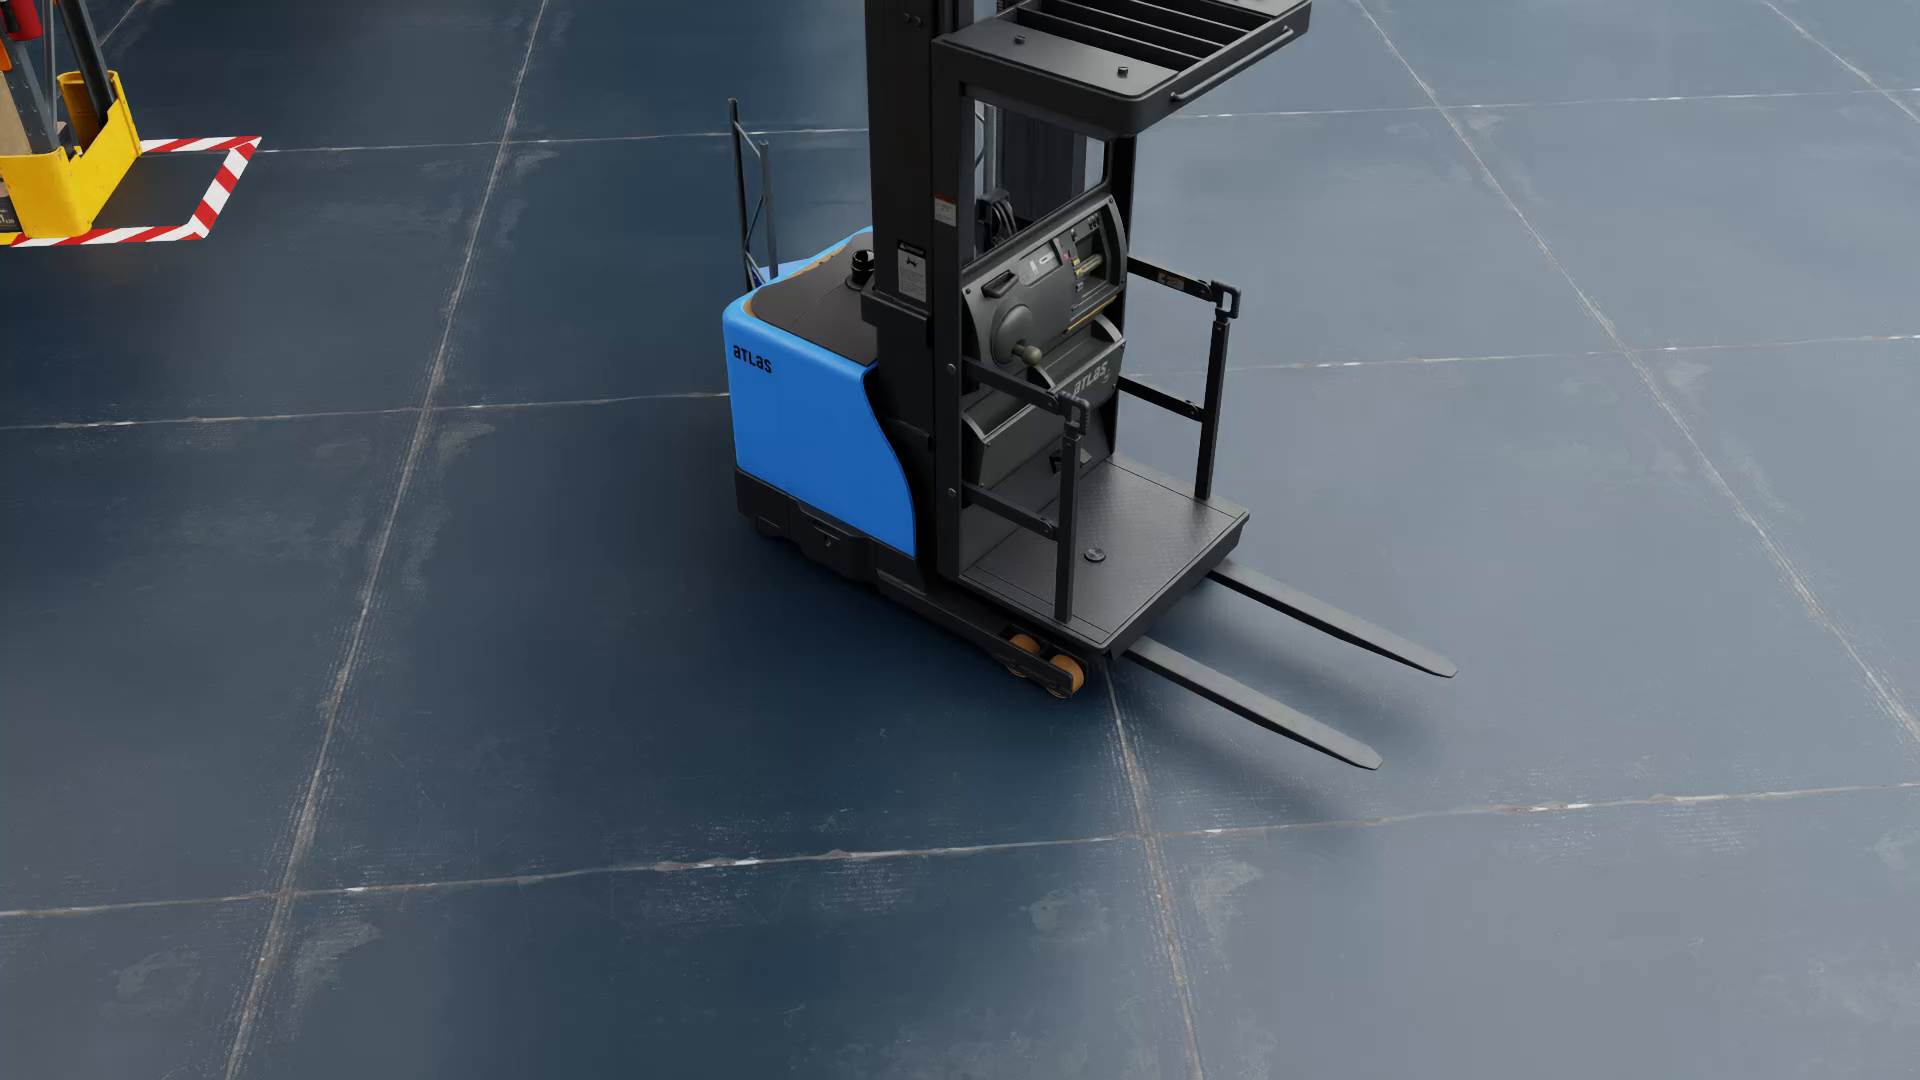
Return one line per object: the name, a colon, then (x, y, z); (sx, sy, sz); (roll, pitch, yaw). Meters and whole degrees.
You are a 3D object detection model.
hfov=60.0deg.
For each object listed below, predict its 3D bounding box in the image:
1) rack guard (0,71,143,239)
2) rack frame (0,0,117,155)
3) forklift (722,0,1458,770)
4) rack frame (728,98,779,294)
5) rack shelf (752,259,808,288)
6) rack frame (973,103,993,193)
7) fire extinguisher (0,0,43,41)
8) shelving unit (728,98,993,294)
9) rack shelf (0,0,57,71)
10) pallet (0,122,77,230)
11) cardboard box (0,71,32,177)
rack guard: (-5.187, -2.267, 9.720); (0.348, 0.500, 1.175); (-3, 38, -4)
rack frame: (-5.112, -3.253, 8.951); (0.127, 3.000, 1.000); (-3, 38, -4)
forklift: (0.488, -0.910, 6.037); (3.031, 2.935, 1.130); (26, 45, 29)
rack frame: (-0.905, -1.199, 7.559); (0.032, 1.500, 0.500); (-14, 41, -18)
rack shelf: (-0.436, -1.179, 7.824); (1.000, 0.185, 0.538); (-14, 41, -18)
rack frame: (0.034, -1.441, 7.866); (0.032, 1.500, 0.500); (-14, 41, -18)
fire extinguisher: (-4.957, -2.944, 8.623); (0.183, 0.674, 0.296); (-3, 38, -4)
shelving unit: (-0.436, -1.320, 7.713); (1.048, 1.500, 0.538); (-14, 41, -18)
rack shelf: (-7.104, -2.861, 9.035); (4.000, 0.370, 1.077); (-3, 38, -4)
pallet: (-6.000, -2.131, 9.781); (1.213, 0.211, 1.003); (-3, 38, -4)
cardboard box: (-5.735, -2.412, 9.565); (0.500, 0.500, 0.500); (4, 38, 4)
